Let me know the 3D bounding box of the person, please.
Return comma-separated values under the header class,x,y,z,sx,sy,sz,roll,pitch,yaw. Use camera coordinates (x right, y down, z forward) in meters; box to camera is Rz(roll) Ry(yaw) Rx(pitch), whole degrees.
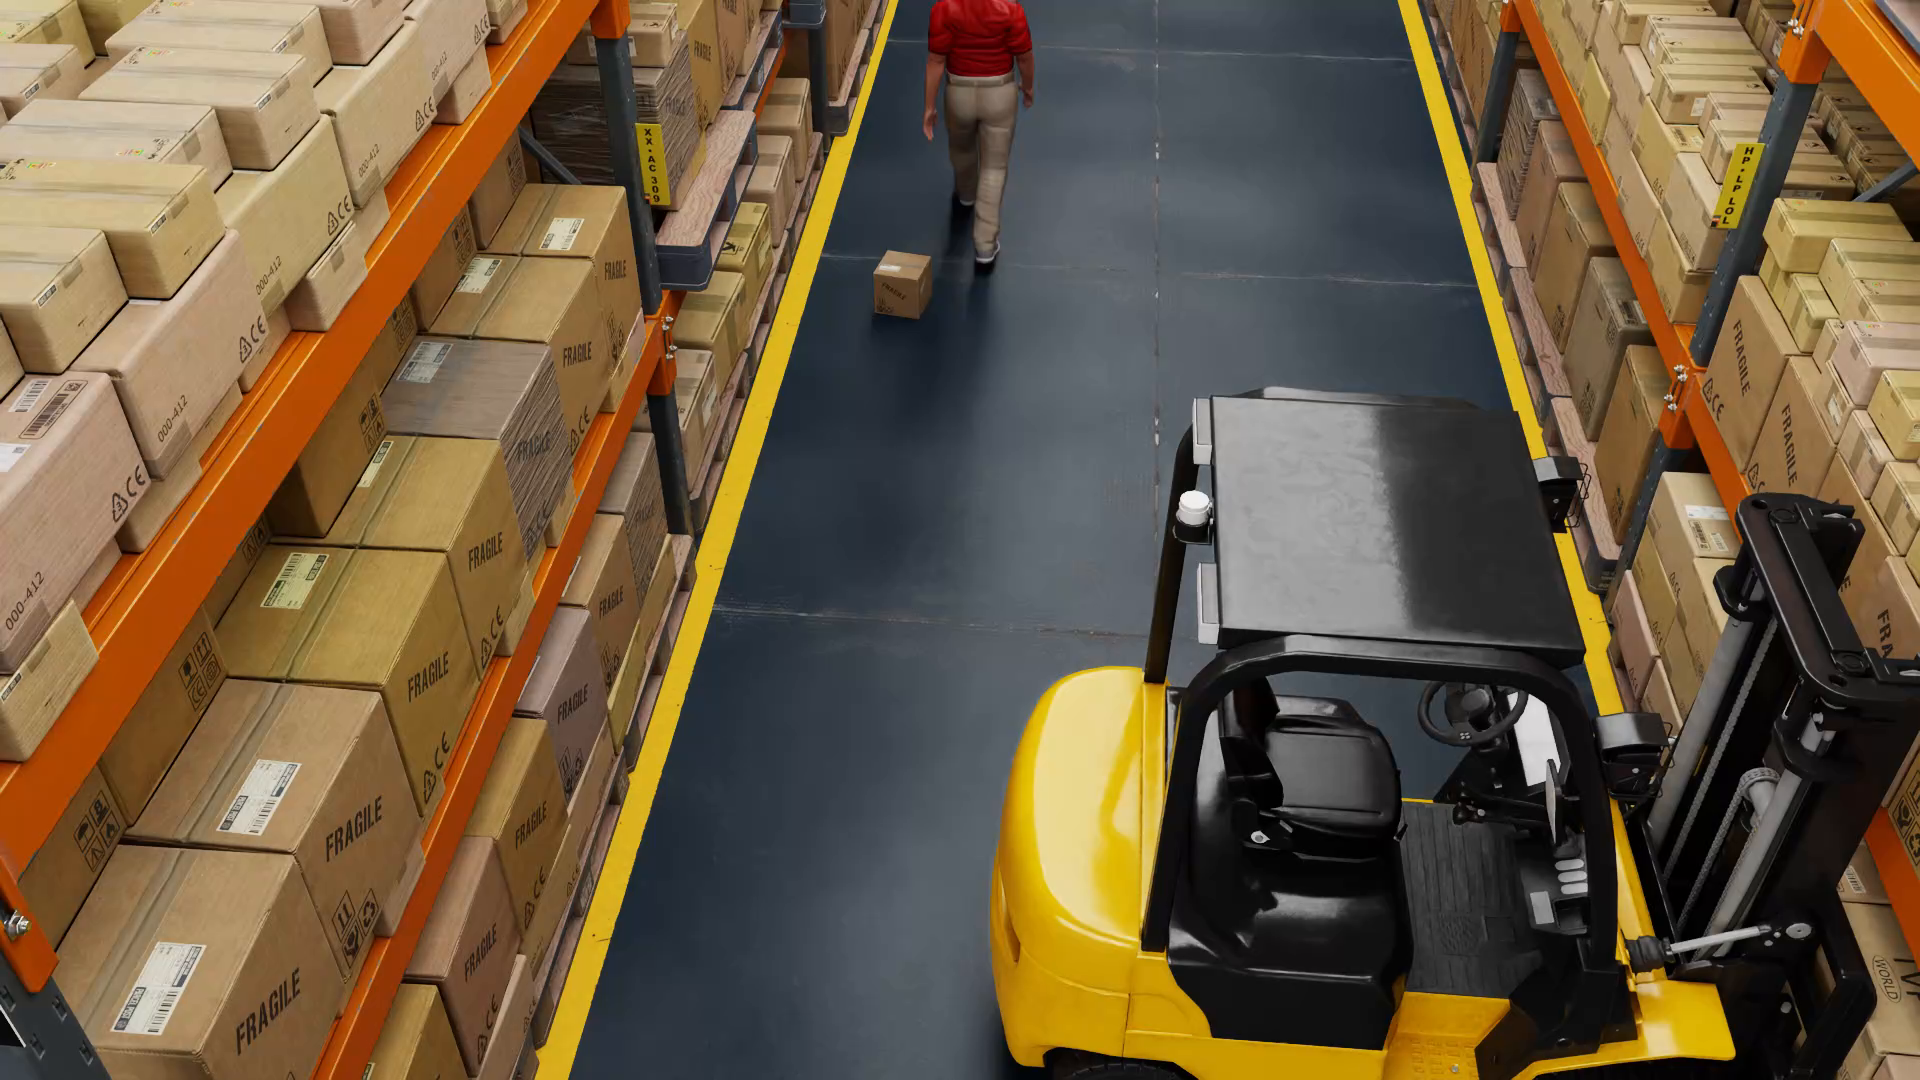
class,x,y,z,sx,sy,sz,roll,pitch,yaw
person,0.124,-2.470,9.118,0.574,1.660,1.022,6,40,8
